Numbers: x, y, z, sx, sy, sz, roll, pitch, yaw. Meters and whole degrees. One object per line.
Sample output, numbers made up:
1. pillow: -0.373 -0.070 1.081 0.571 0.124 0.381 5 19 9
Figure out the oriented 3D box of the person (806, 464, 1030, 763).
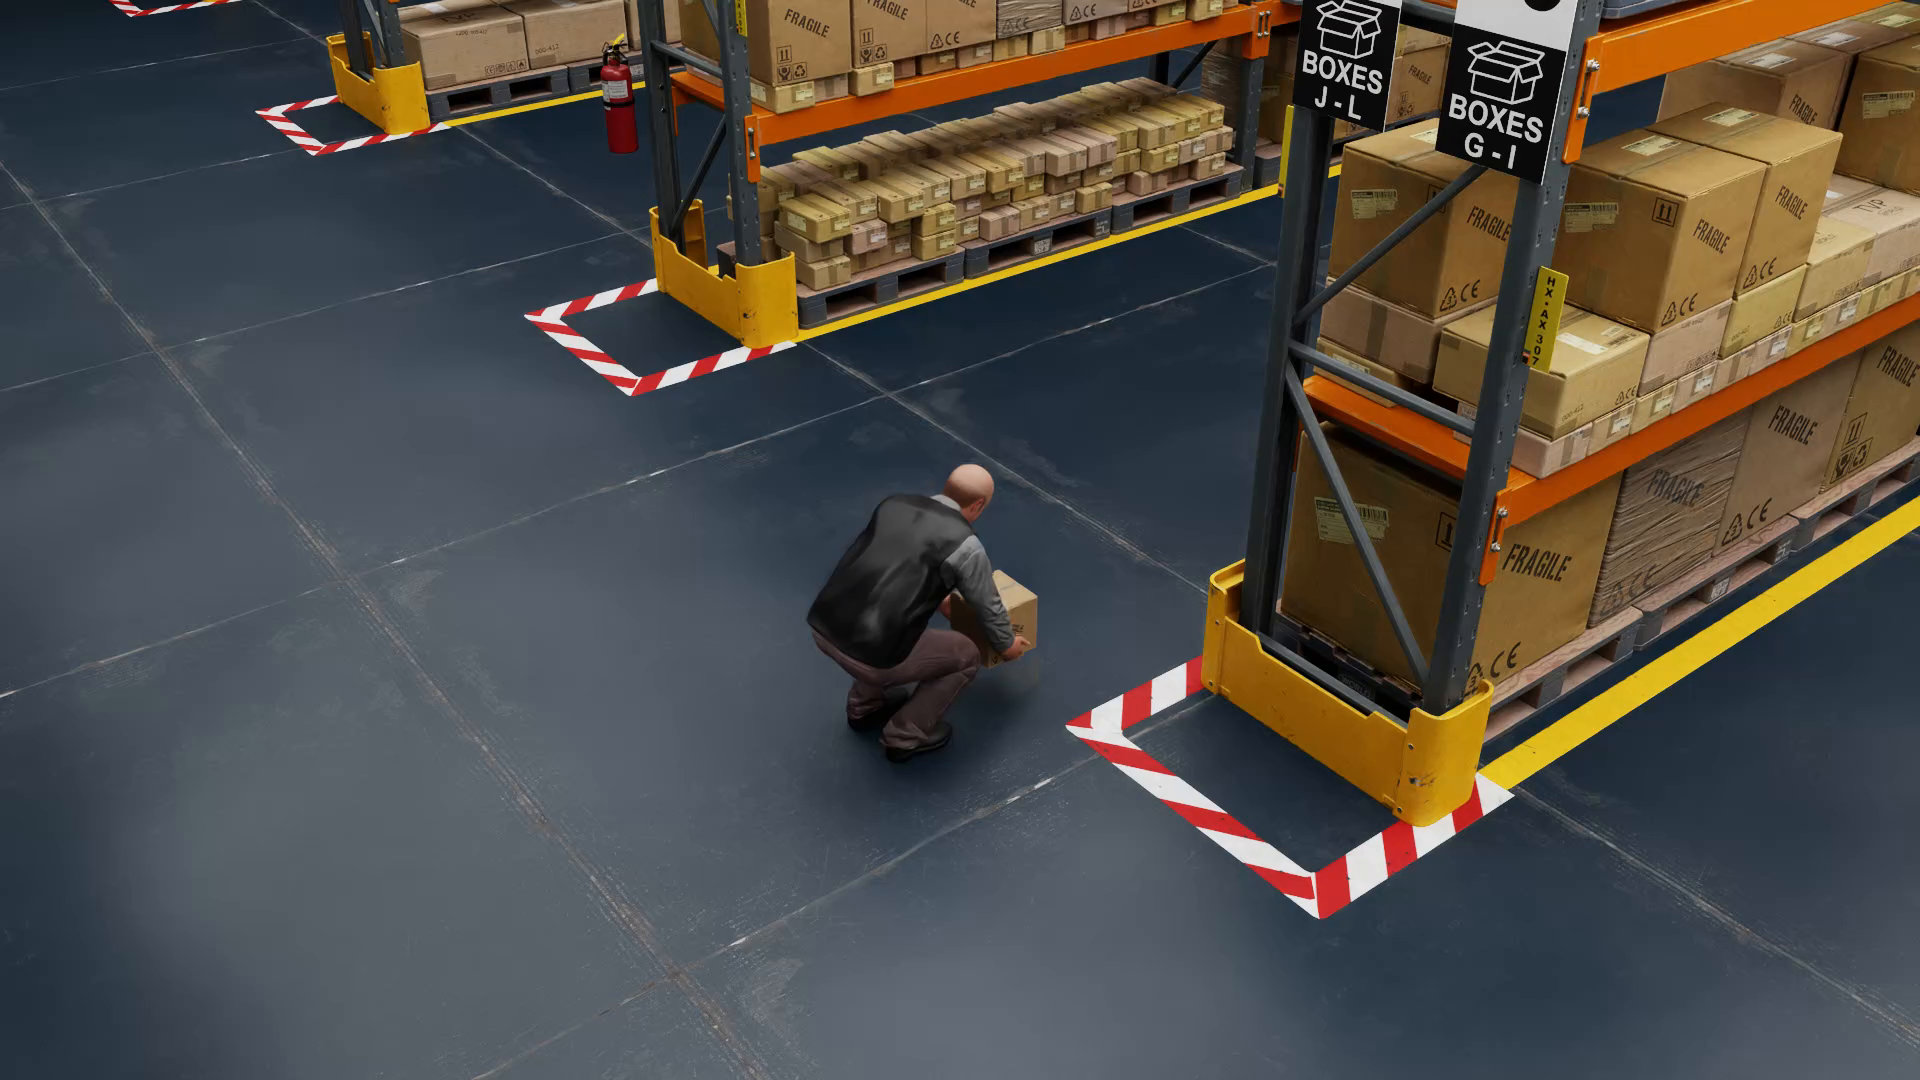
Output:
1. person: -0.181 0.269 6.392 0.859 1.024 0.550 -22 38 -31
